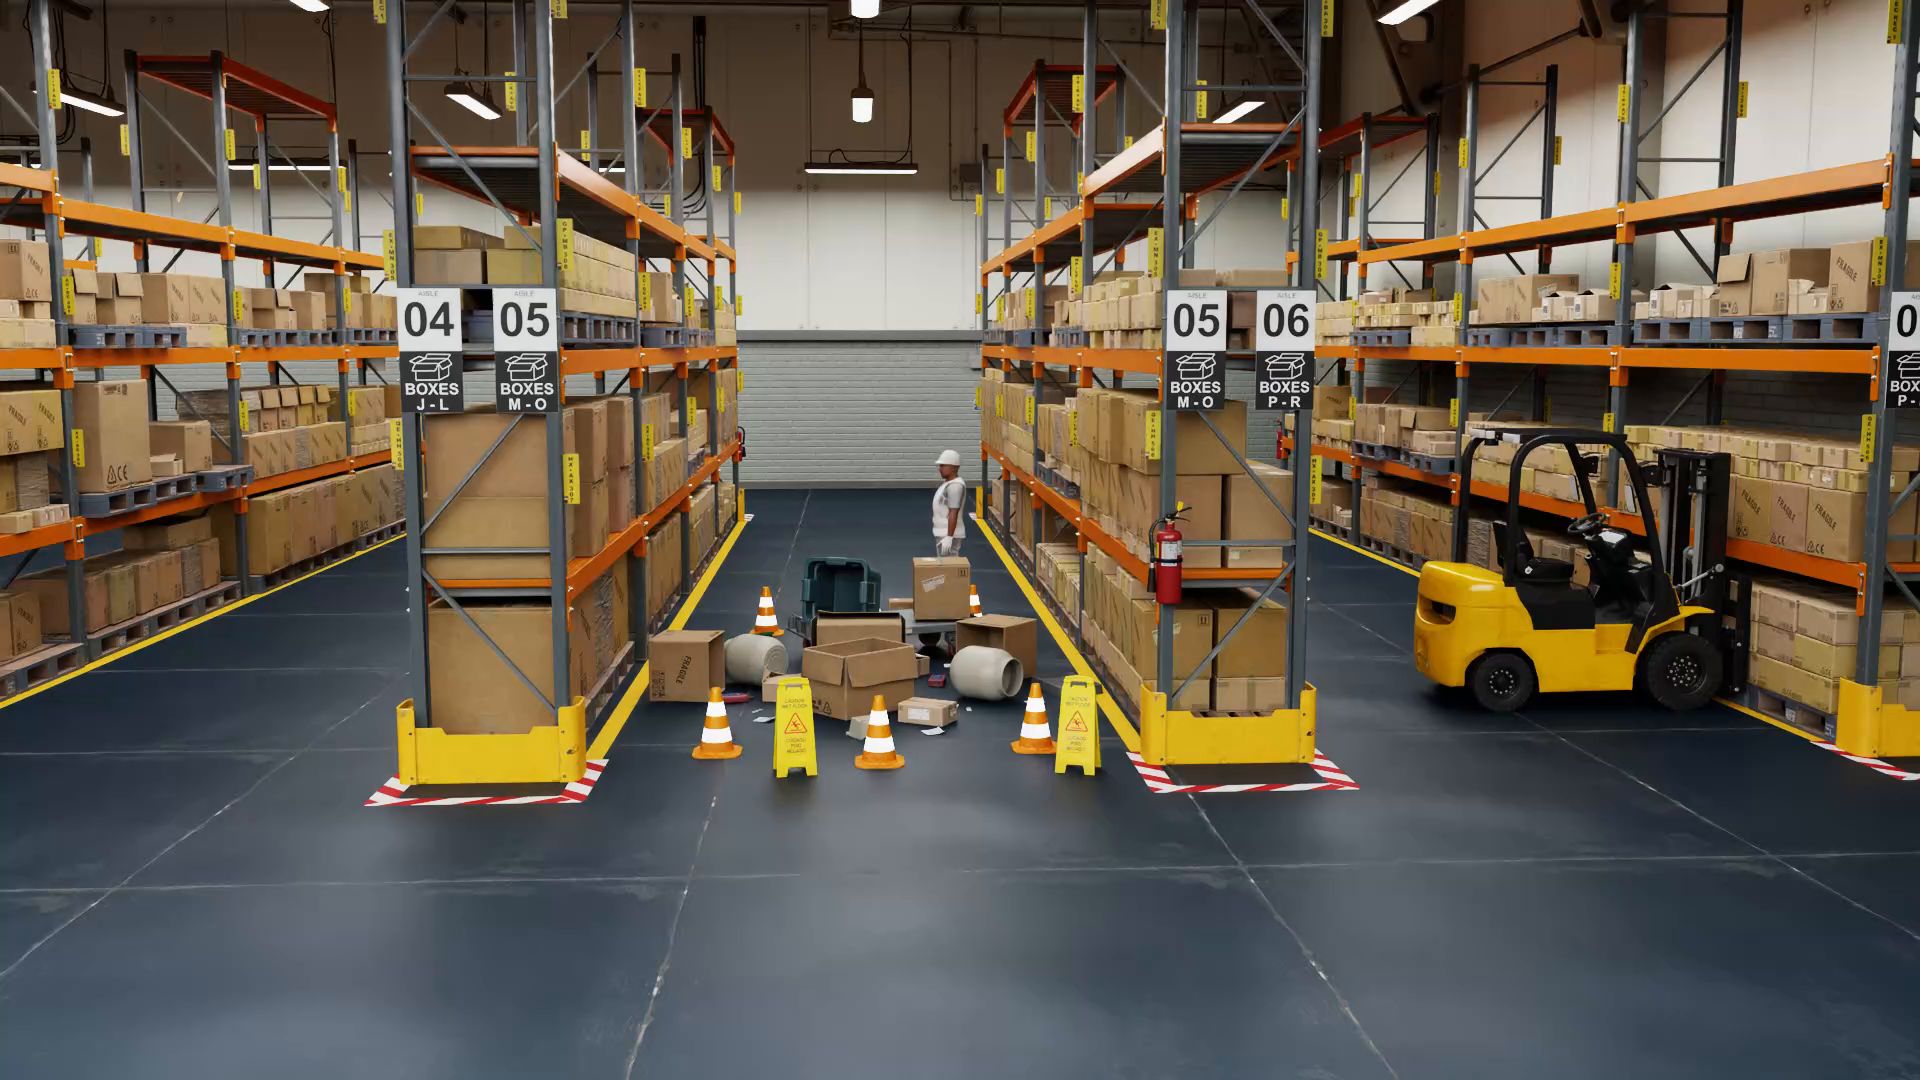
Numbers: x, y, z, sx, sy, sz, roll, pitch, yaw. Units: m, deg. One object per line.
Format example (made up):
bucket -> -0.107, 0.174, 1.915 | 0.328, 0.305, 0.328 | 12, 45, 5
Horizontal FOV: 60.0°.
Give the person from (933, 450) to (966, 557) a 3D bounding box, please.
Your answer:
person -> -0.107, -0.019, 16.856 | 0.352, 1.786, 0.547 | 0, 7, -4
